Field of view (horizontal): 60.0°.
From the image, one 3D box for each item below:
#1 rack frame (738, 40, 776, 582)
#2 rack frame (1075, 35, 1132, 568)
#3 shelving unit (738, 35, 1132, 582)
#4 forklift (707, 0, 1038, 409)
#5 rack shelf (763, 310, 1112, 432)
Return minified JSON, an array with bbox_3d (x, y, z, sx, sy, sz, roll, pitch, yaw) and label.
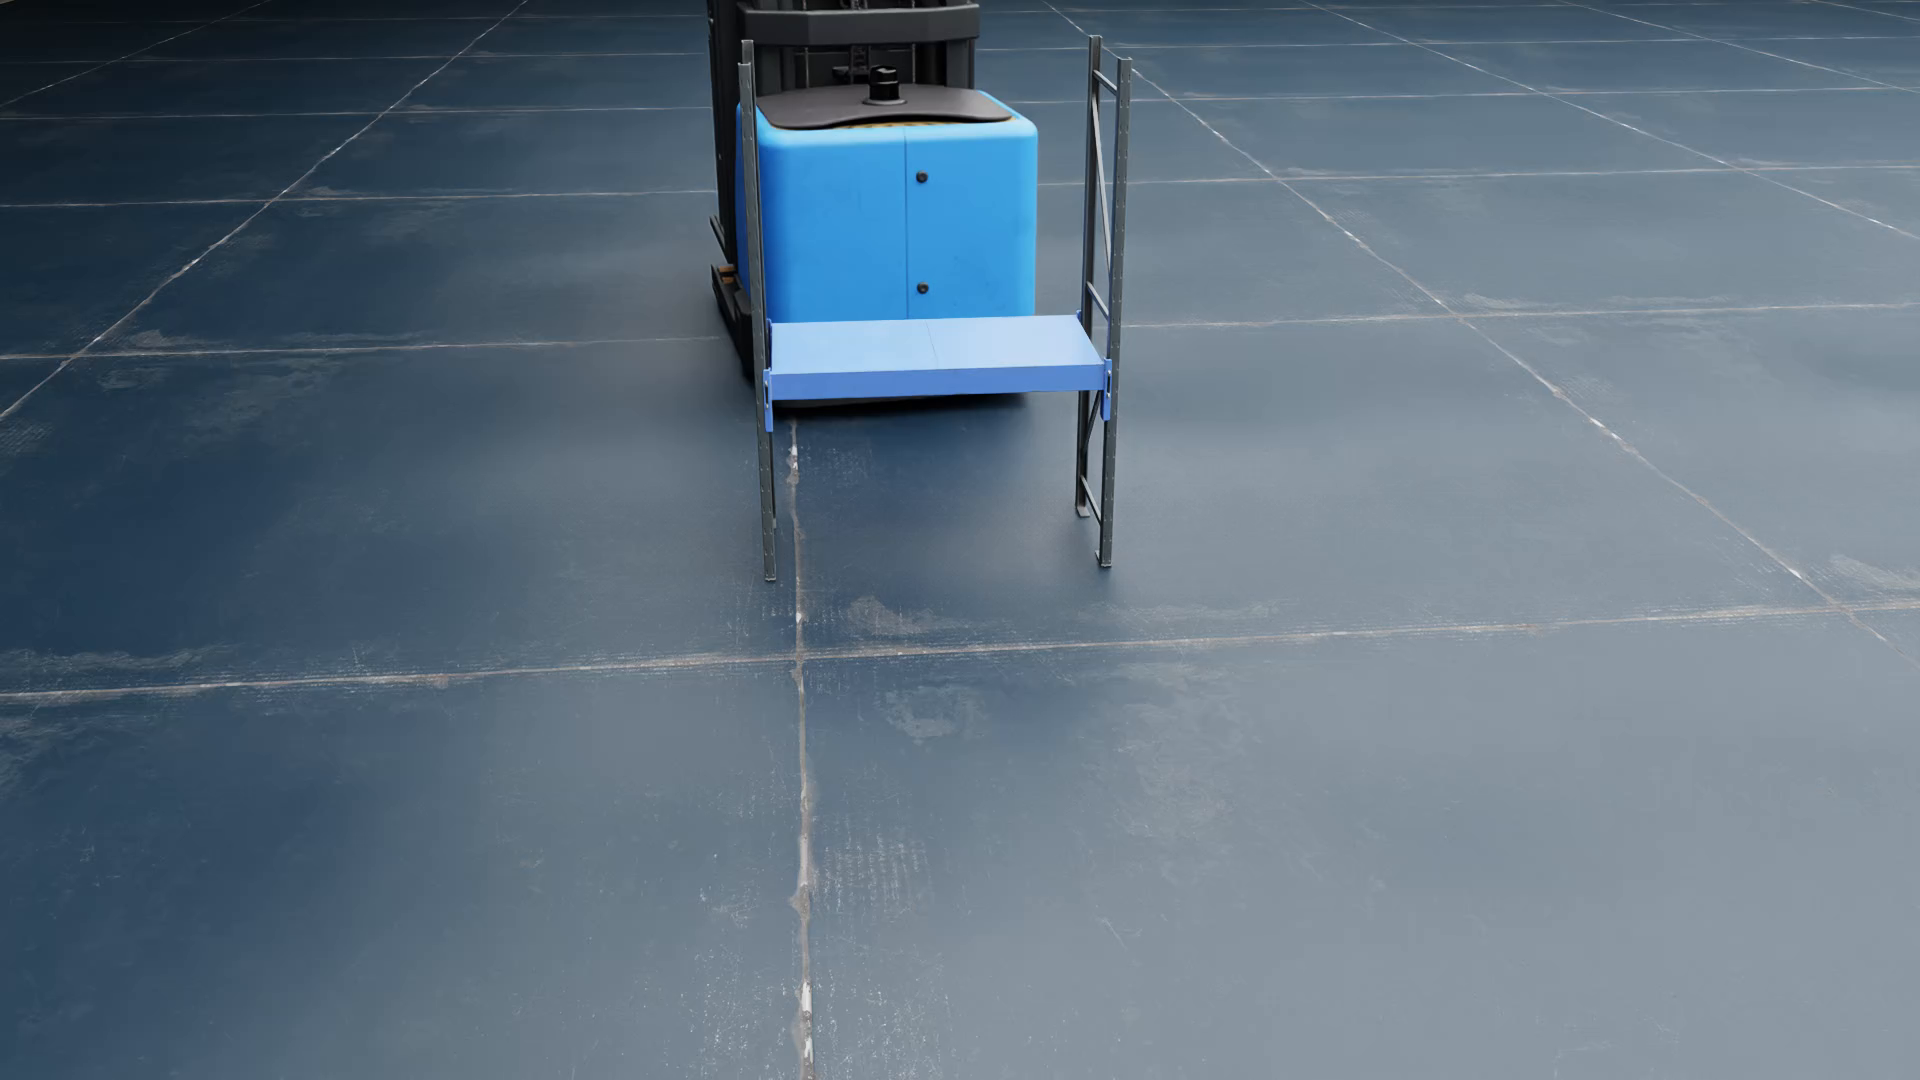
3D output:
[{"bbox_3d":[-0.591,-0.662,4.892,0.032,1.500,0.500,-2,24,-5],"label":"rack frame"},{"bbox_3d":[0.421,-0.702,4.983,0.032,1.500,0.500,-2,24,-5],"label":"rack frame"},{"bbox_3d":[-0.085,-0.682,4.938,1.048,1.500,0.538,-2,24,-5],"label":"shelving unit"},{"bbox_3d":[-0.537,-2.399,7.039,1.130,2.935,3.031,-5,25,-12],"label":"forklift"},{"bbox_3d":[-0.085,-0.518,5.011,1.000,0.185,0.538,-2,24,-5],"label":"rack shelf"}]
